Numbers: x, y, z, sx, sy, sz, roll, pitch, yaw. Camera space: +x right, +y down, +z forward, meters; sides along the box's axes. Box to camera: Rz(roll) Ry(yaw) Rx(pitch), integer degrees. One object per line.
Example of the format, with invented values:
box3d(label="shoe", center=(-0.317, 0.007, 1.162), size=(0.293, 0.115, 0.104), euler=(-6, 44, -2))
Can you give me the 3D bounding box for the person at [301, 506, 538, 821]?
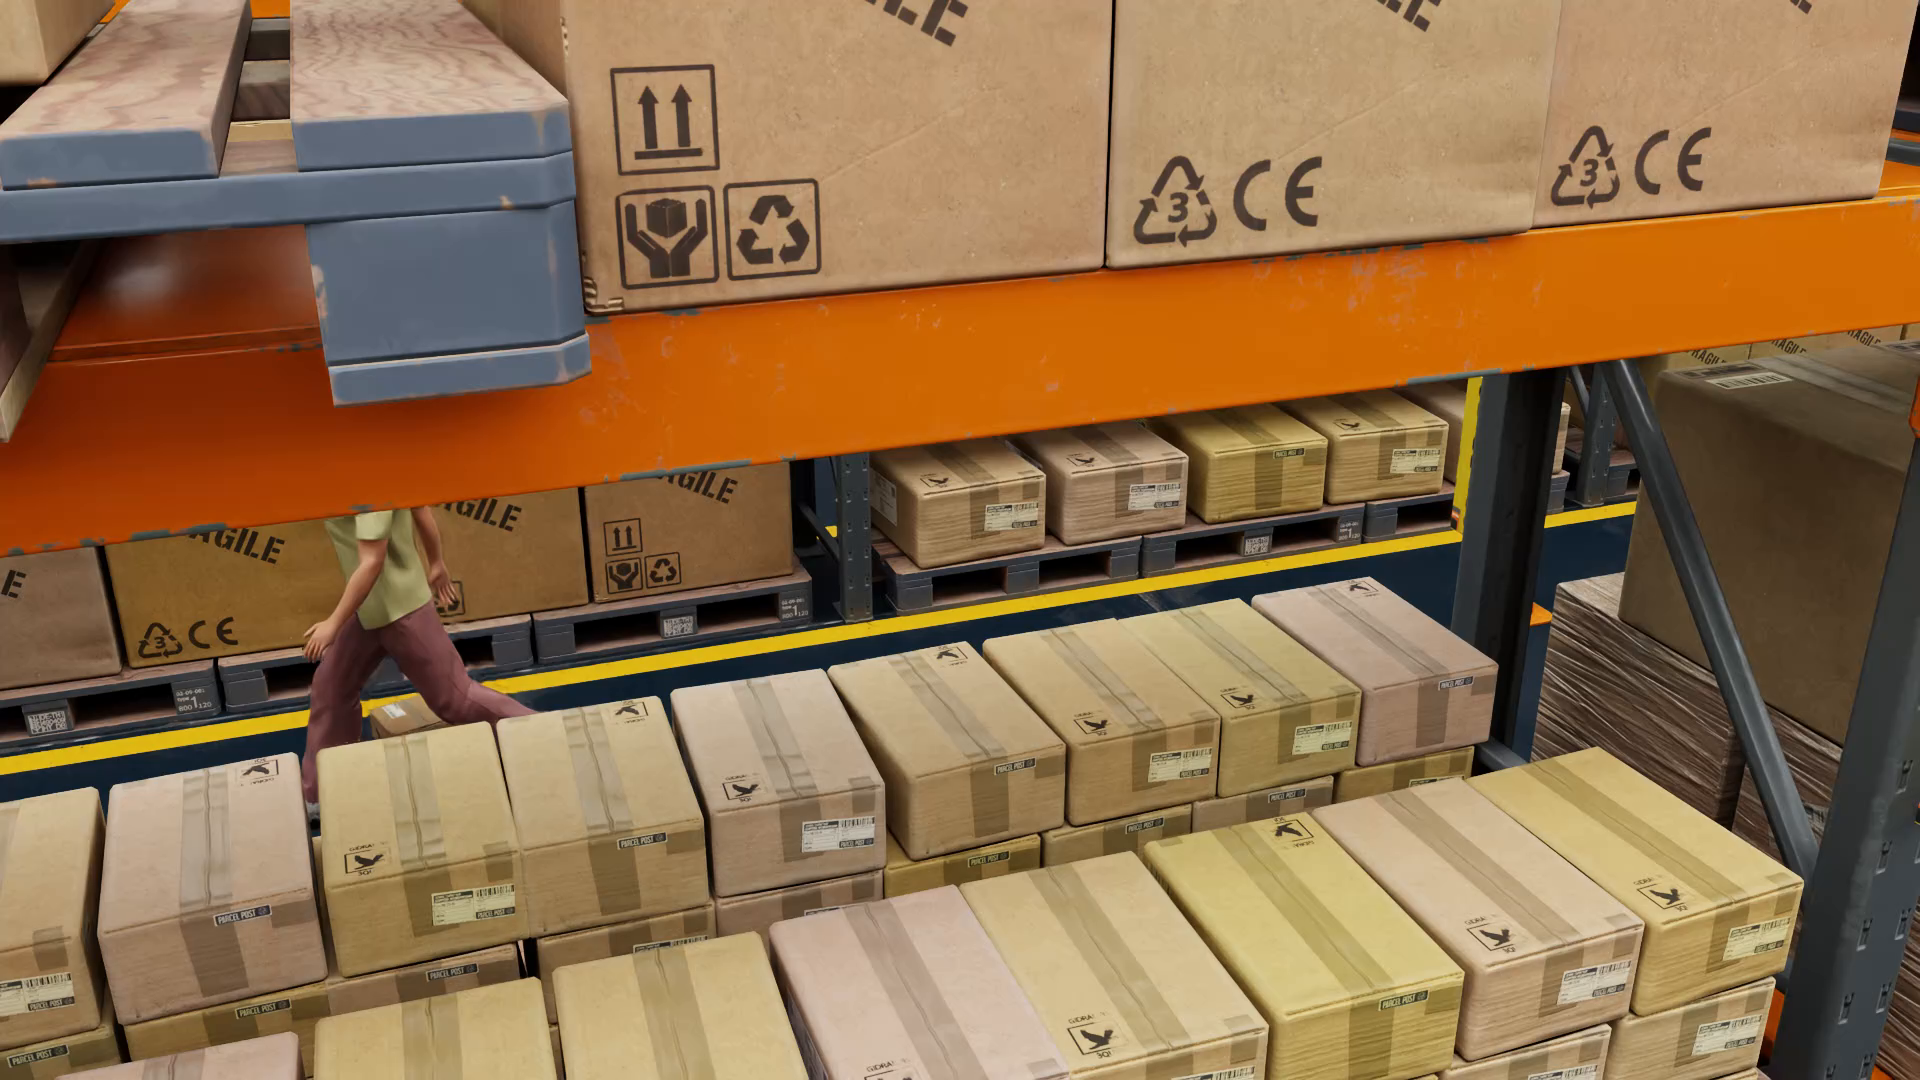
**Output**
box3d(label="person", center=(-1.909, 0.209, 5.633), size=(1.099, 1.610, 0.508), euler=(-8, 24, -19))
